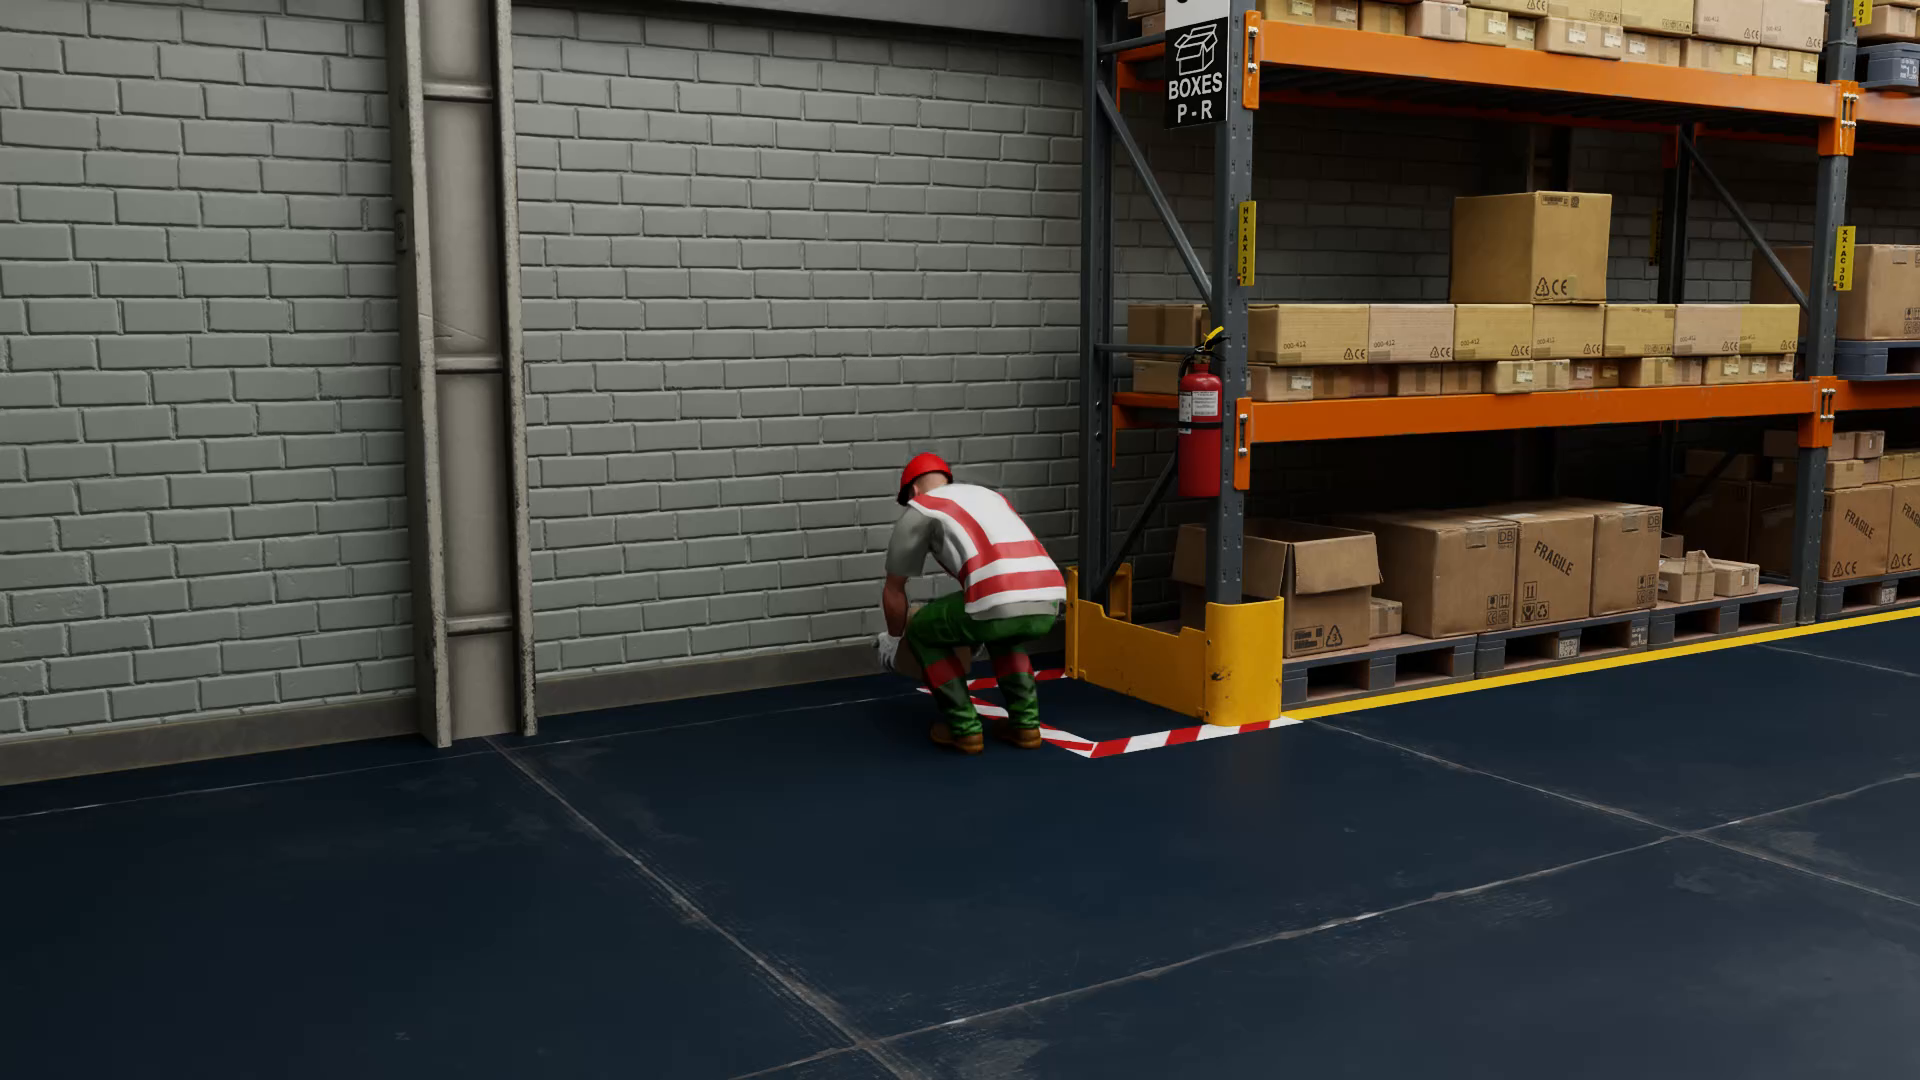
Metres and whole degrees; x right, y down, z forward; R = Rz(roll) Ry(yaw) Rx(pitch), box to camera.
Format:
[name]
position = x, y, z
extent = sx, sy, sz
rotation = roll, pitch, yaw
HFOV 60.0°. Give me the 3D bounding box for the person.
[person]
position = 0.032, 0.241, 6.460
extent = 0.582, 1.111, 0.856
rotation = -4, 9, -28
